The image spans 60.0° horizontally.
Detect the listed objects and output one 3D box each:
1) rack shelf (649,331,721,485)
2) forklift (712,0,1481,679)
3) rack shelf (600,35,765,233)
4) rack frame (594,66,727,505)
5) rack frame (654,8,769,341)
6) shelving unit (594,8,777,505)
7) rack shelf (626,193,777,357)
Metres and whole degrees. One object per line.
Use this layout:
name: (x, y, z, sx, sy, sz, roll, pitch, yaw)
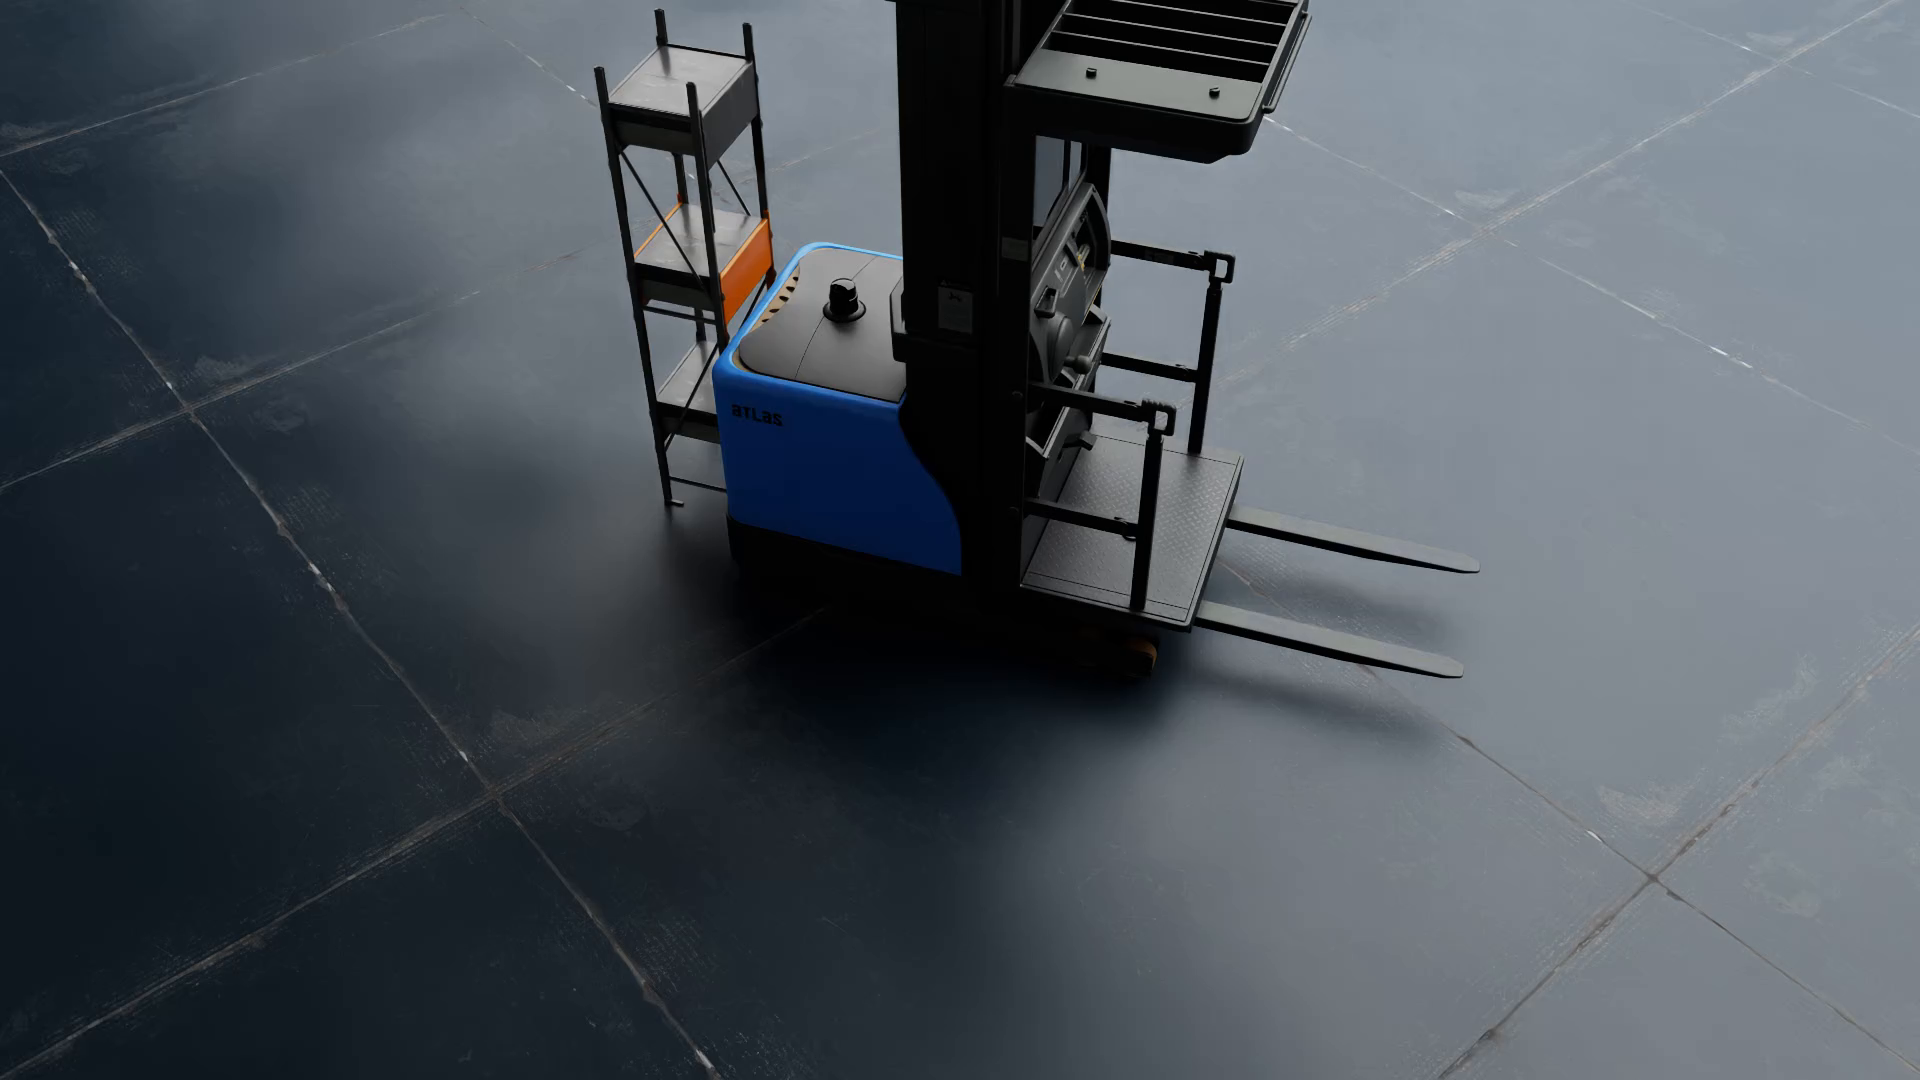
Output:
rack shelf: (-1.051, -0.537, 7.330, 0.431, 0.518, 0.480, 13, 45, 14)
forklift: (0.597, -0.930, 6.099, 3.031, 2.935, 1.130, 13, 45, 14)
rack shelf: (-1.051, -1.557, 6.372, 0.431, 0.518, 0.480, 13, 45, 14)
rack frame: (-1.130, -0.899, 6.673, 0.400, 2.100, 0.015, 13, 45, 14)
rack frame: (-0.973, -1.215, 7.010, 0.400, 2.100, 0.015, 13, 45, 14)
shelving unit: (-1.051, -1.057, 6.842, 0.431, 2.100, 0.503, 13, 45, 14)
rack shelf: (-1.051, -1.047, 6.851, 0.431, 0.518, 0.480, 13, 45, 14)
